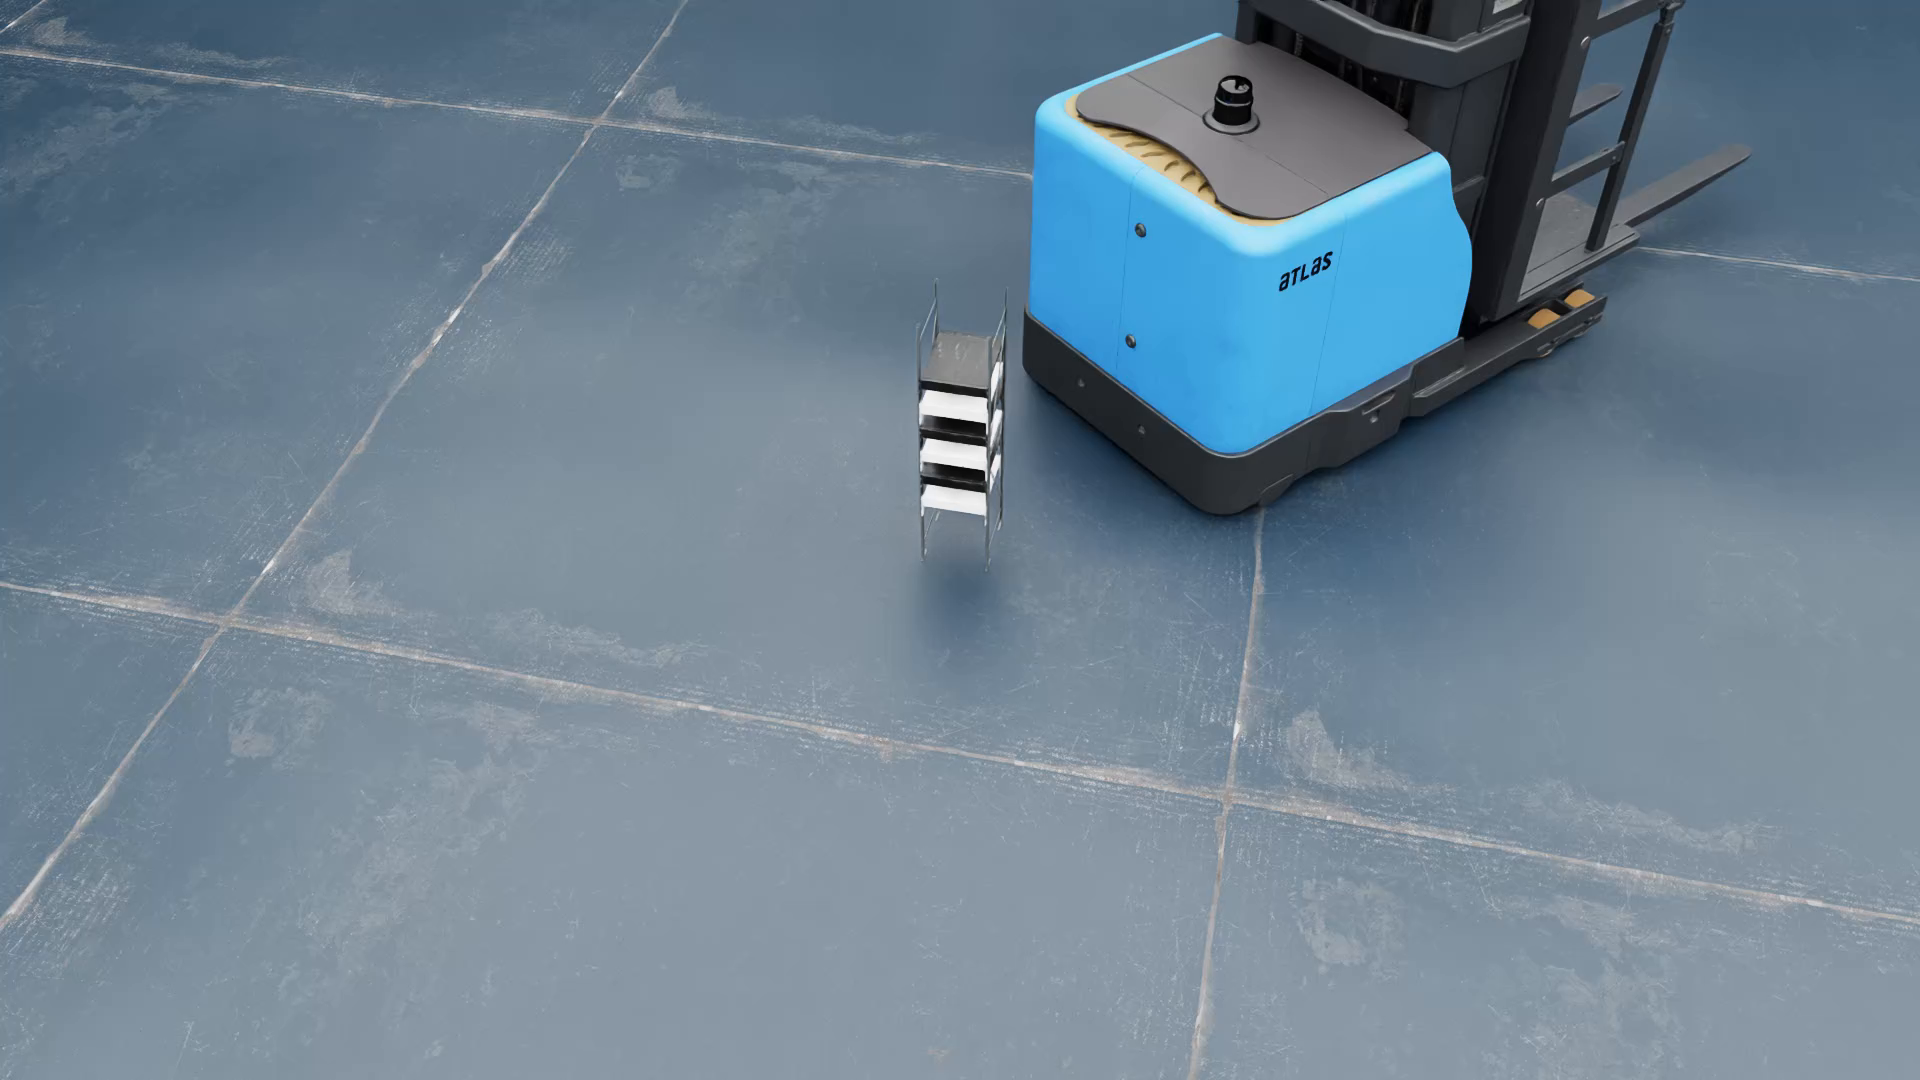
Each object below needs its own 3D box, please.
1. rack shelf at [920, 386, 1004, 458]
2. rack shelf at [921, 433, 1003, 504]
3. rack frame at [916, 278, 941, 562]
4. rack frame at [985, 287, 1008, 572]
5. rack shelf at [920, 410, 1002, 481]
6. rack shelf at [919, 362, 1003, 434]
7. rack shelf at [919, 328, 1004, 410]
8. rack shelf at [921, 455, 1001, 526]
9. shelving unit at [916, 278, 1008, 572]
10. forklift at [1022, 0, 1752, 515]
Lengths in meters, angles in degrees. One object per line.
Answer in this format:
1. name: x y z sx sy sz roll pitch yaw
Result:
1. rack shelf: 0.008 -0.364 4.897 0.200 0.077 0.258 9 45 9
2. rack shelf: 0.008 -0.234 5.022 0.200 0.077 0.258 9 45 9
3. rack frame: -0.091 -0.338 4.953 0.006 0.900 0.240 9 45 9
4. rack frame: 0.107 -0.308 4.921 0.006 0.900 0.240 9 45 9
5. rack shelf: 0.008 -0.299 4.960 0.200 0.077 0.258 9 45 9
6. rack shelf: 0.008 -0.429 4.835 0.200 0.077 0.258 9 45 9
7. rack shelf: 0.008 -0.493 4.773 0.200 0.077 0.258 9 45 9
8. rack shelf: 0.008 -0.169 5.085 0.200 0.077 0.258 9 45 9
9. shelving unit: 0.008 -0.323 4.937 0.210 0.900 0.258 9 45 9
10. forklift: 1.699 -1.976 5.190 3.031 2.935 1.130 -28 50 -26
